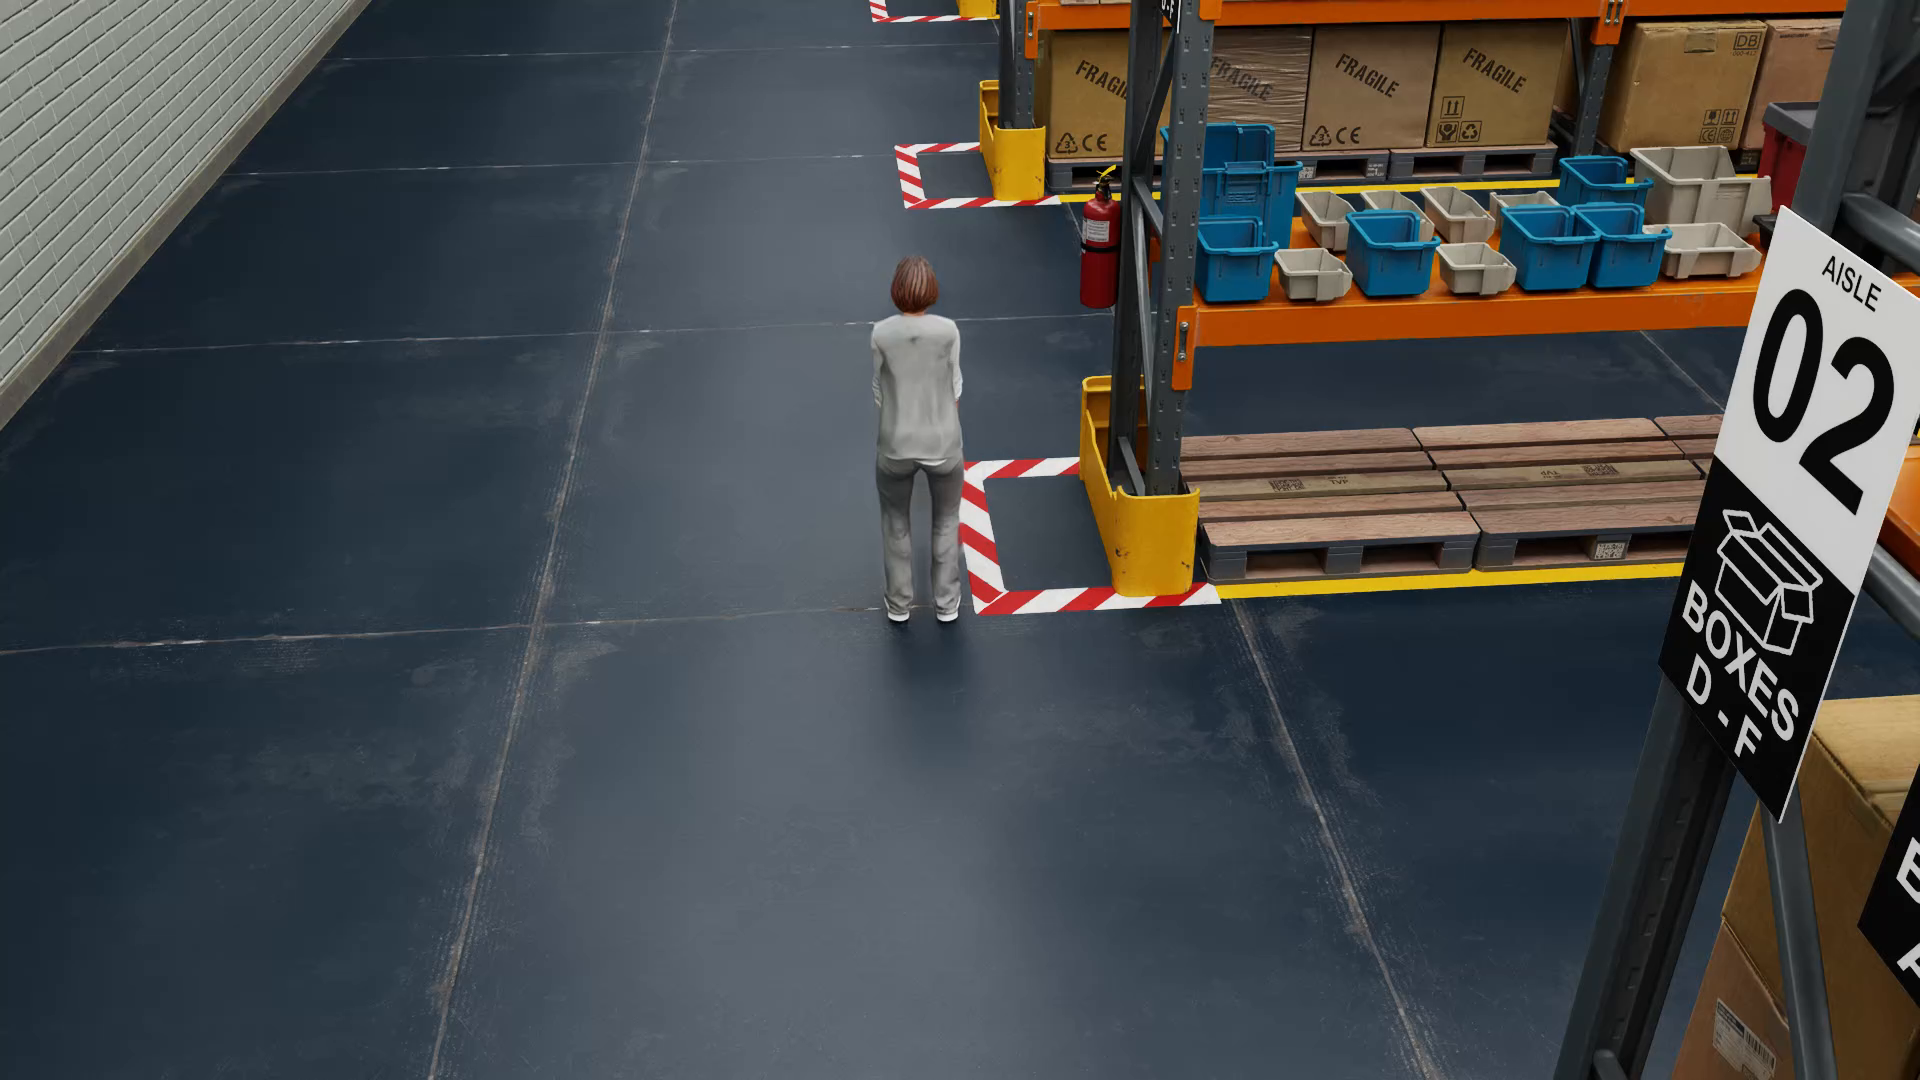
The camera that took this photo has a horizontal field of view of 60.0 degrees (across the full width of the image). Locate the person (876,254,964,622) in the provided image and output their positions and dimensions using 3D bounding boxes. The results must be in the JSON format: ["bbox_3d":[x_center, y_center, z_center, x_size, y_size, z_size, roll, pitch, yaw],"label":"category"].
[{"bbox_3d":[-0.167,-0.418,6.841,0.360,1.588,0.492,-1,32,-2],"label":"person"}]
